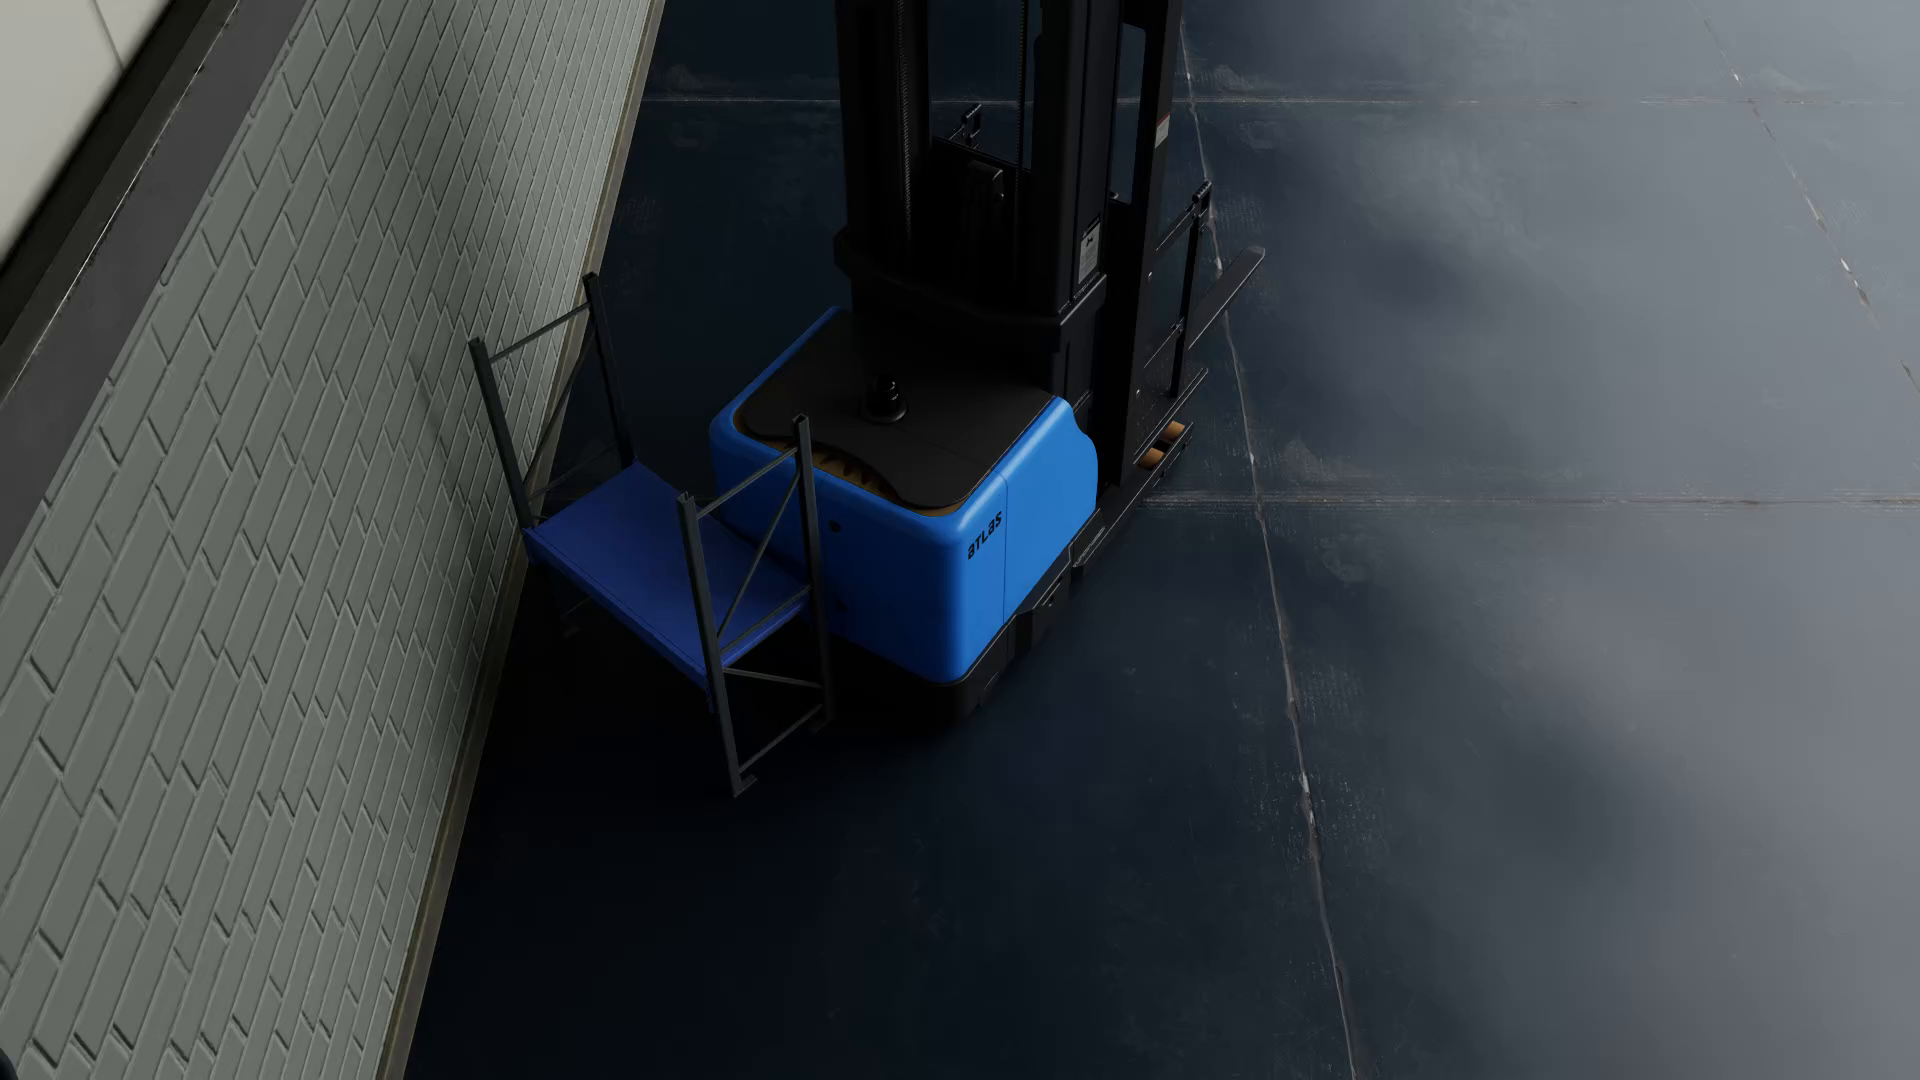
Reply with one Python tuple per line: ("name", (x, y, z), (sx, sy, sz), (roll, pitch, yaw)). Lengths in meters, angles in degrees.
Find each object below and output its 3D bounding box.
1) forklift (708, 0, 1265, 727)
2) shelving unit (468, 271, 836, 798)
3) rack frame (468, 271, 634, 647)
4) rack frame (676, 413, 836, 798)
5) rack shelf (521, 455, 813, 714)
("forklift", (0.330, -1.385, 6.037), (1.130, 2.935, 3.031), (25, 52, 21))
("shelving unit", (-1.013, 0.011, 5.715), (1.048, 1.500, 0.538), (34, 56, 28))
("rack frame", (-1.384, -0.243, 5.952), (0.032, 1.500, 0.500), (34, 56, 28))
("rack frame", (-0.642, 0.265, 5.478), (0.032, 1.500, 0.500), (34, 56, 28))
("rack shelf", (-1.013, 0.134, 5.847), (1.000, 0.185, 0.538), (34, 56, 28))
